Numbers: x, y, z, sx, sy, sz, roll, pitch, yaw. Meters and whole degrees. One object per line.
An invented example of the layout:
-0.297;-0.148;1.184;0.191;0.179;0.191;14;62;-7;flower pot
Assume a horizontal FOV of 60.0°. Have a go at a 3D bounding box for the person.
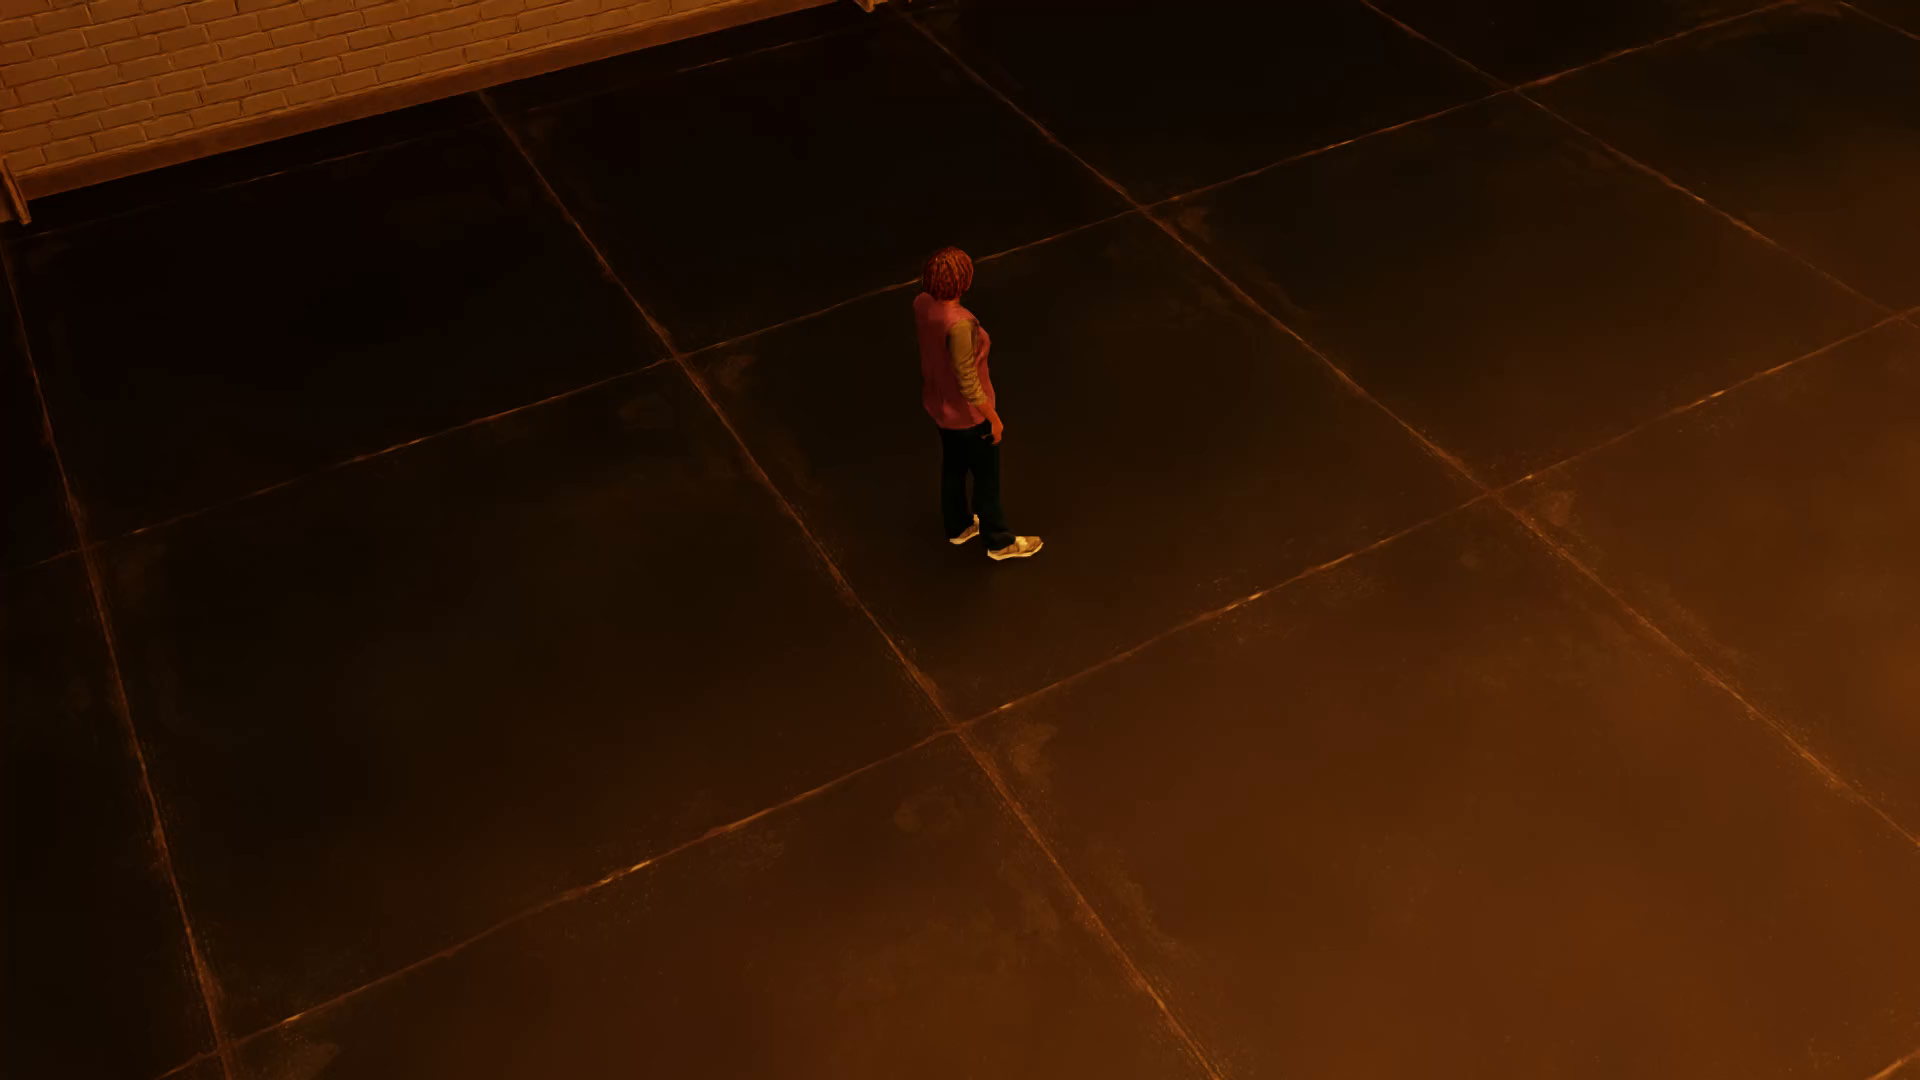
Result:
0.071;-0.608;7.324;0.474;1.597;0.520;-21;47;-21;person
